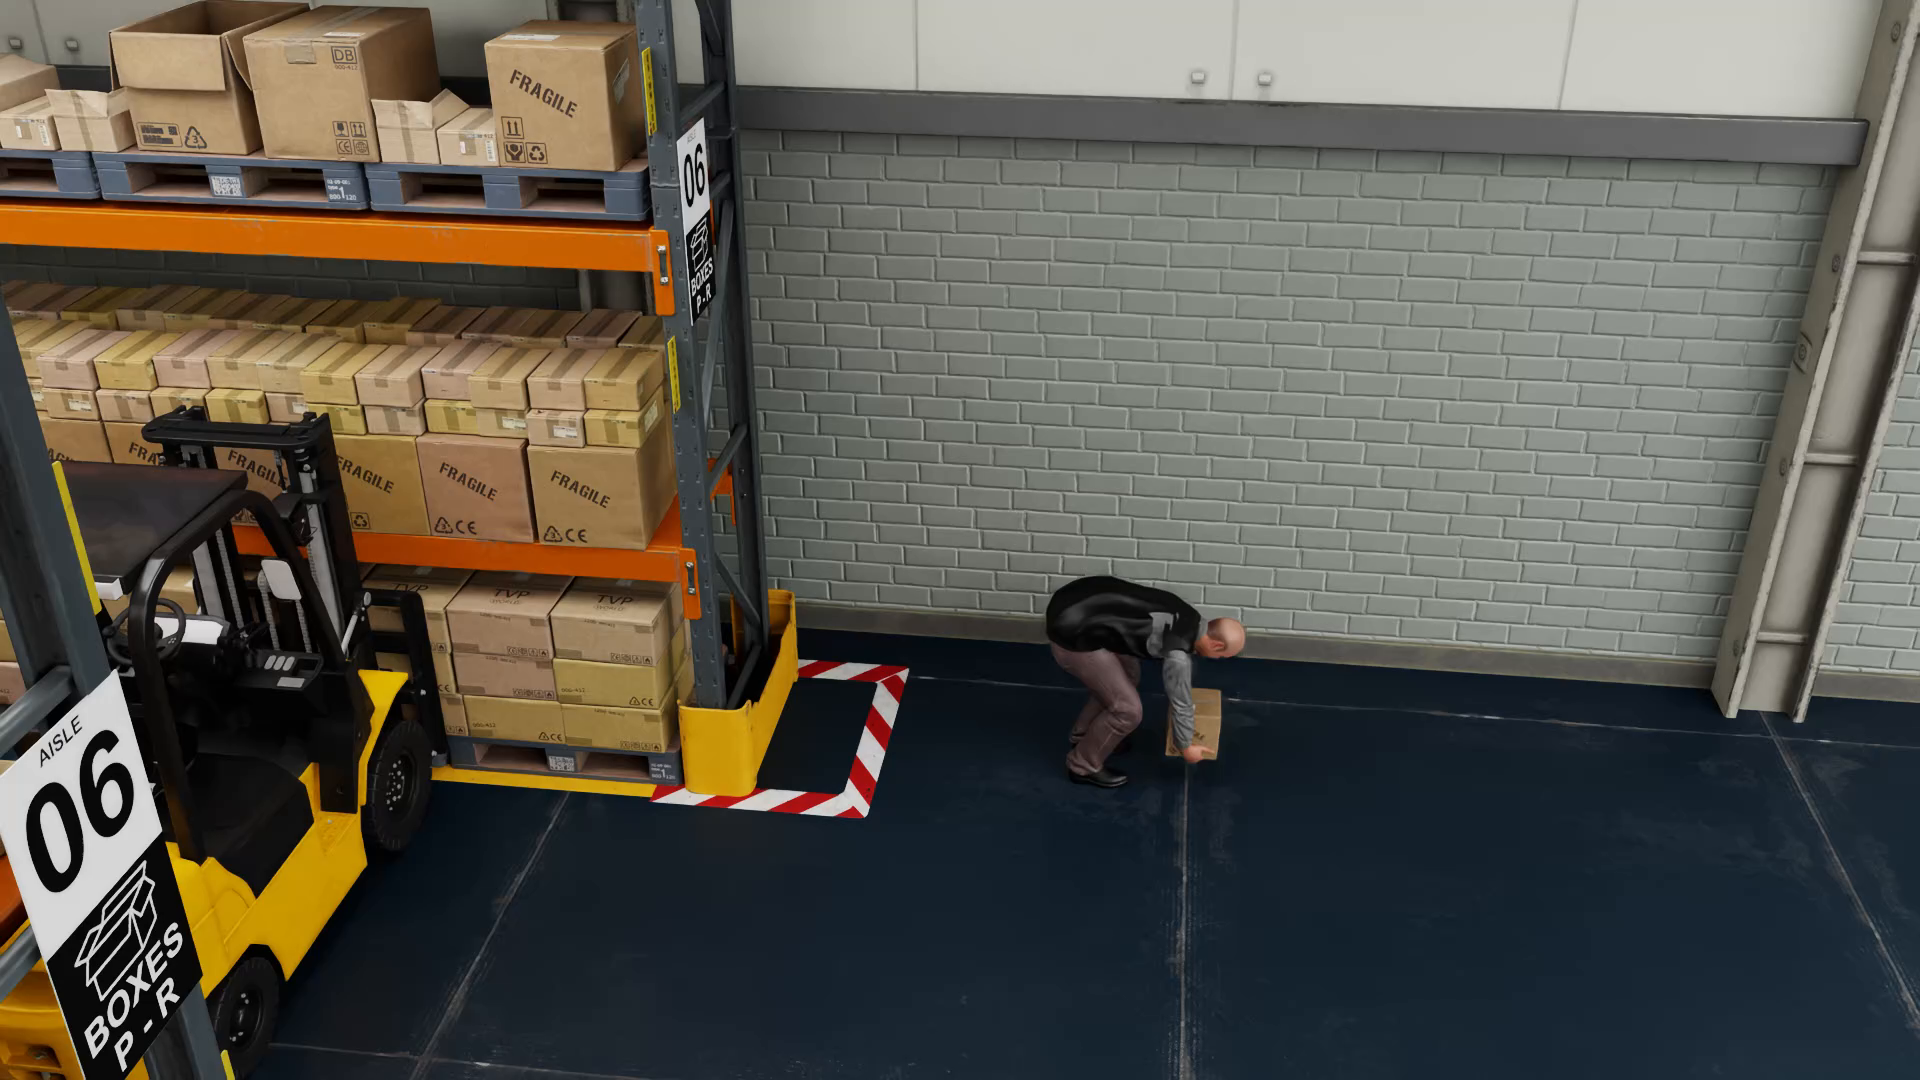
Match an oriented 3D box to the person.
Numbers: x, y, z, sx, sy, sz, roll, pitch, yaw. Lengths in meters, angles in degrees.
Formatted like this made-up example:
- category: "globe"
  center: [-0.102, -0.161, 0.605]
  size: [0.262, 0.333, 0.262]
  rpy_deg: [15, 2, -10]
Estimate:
- category: "person"
  center: [0.888, 0.677, 8.103]
  size: [0.955, 1.043, 0.492]
  rpy_deg: [2, 28, 4]
